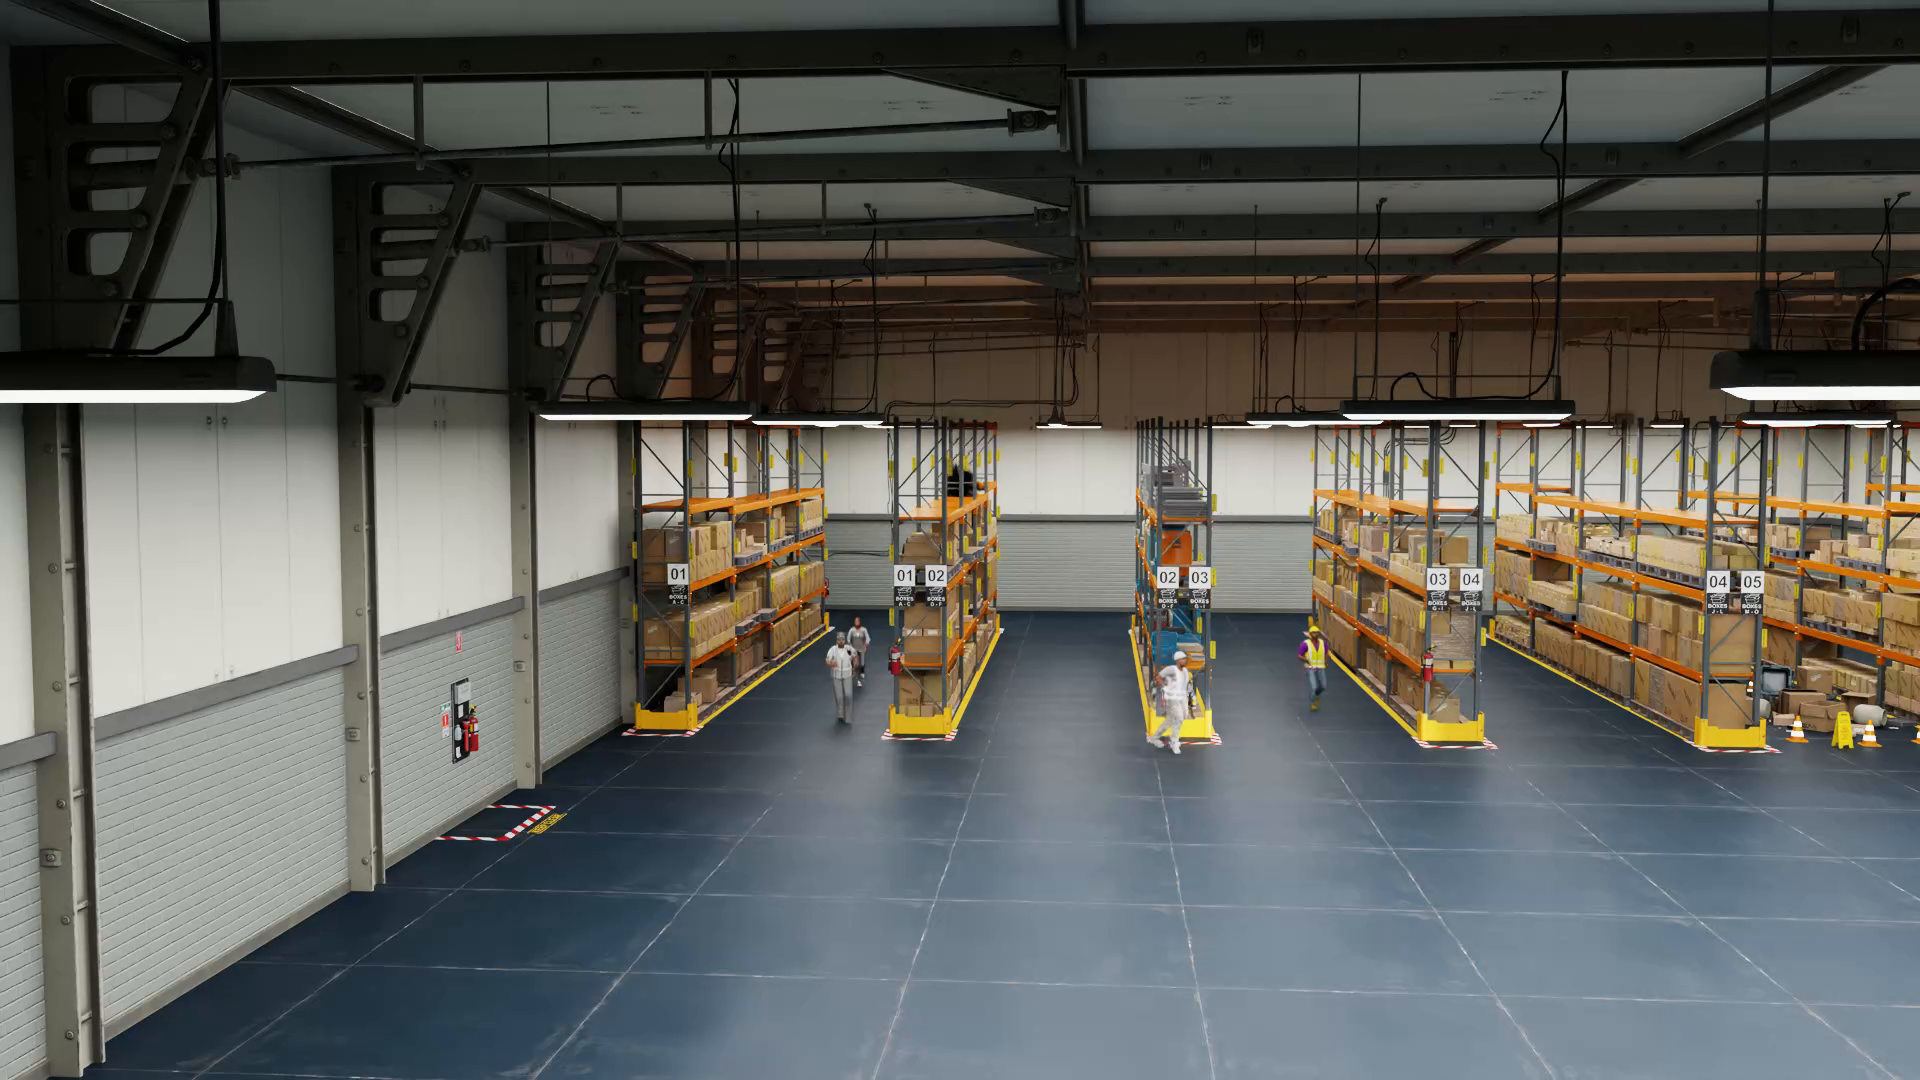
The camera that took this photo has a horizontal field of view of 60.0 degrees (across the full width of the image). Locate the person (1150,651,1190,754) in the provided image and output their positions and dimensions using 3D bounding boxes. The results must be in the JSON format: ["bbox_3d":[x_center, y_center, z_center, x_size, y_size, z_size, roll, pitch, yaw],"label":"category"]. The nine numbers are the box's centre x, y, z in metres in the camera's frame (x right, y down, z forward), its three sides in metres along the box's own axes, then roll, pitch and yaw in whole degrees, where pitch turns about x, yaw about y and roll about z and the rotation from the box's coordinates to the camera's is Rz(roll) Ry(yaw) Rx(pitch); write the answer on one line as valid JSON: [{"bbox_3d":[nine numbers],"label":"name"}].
[{"bbox_3d":[3.813,2.910,29.891,0.711,1.840,0.685,3,5,35],"label":"person"}]

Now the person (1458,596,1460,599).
[{"bbox_3d":[14.281,1.804,46.897,0.815,1.713,0.648,-2,4,-31],"label":"person"}]

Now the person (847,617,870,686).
[{"bbox_3d":[-2.284,2.505,37.354,0.512,1.554,0.530,0,4,-2],"label":"person"}]

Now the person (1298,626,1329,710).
[{"bbox_3d":[7.286,2.630,34.099,0.686,1.720,0.589,0,4,-7],"label":"person"}]

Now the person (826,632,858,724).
[{"bbox_3d":[-2.324,2.719,32.750,0.638,1.834,0.767,0,4,-3],"label":"person"}]
